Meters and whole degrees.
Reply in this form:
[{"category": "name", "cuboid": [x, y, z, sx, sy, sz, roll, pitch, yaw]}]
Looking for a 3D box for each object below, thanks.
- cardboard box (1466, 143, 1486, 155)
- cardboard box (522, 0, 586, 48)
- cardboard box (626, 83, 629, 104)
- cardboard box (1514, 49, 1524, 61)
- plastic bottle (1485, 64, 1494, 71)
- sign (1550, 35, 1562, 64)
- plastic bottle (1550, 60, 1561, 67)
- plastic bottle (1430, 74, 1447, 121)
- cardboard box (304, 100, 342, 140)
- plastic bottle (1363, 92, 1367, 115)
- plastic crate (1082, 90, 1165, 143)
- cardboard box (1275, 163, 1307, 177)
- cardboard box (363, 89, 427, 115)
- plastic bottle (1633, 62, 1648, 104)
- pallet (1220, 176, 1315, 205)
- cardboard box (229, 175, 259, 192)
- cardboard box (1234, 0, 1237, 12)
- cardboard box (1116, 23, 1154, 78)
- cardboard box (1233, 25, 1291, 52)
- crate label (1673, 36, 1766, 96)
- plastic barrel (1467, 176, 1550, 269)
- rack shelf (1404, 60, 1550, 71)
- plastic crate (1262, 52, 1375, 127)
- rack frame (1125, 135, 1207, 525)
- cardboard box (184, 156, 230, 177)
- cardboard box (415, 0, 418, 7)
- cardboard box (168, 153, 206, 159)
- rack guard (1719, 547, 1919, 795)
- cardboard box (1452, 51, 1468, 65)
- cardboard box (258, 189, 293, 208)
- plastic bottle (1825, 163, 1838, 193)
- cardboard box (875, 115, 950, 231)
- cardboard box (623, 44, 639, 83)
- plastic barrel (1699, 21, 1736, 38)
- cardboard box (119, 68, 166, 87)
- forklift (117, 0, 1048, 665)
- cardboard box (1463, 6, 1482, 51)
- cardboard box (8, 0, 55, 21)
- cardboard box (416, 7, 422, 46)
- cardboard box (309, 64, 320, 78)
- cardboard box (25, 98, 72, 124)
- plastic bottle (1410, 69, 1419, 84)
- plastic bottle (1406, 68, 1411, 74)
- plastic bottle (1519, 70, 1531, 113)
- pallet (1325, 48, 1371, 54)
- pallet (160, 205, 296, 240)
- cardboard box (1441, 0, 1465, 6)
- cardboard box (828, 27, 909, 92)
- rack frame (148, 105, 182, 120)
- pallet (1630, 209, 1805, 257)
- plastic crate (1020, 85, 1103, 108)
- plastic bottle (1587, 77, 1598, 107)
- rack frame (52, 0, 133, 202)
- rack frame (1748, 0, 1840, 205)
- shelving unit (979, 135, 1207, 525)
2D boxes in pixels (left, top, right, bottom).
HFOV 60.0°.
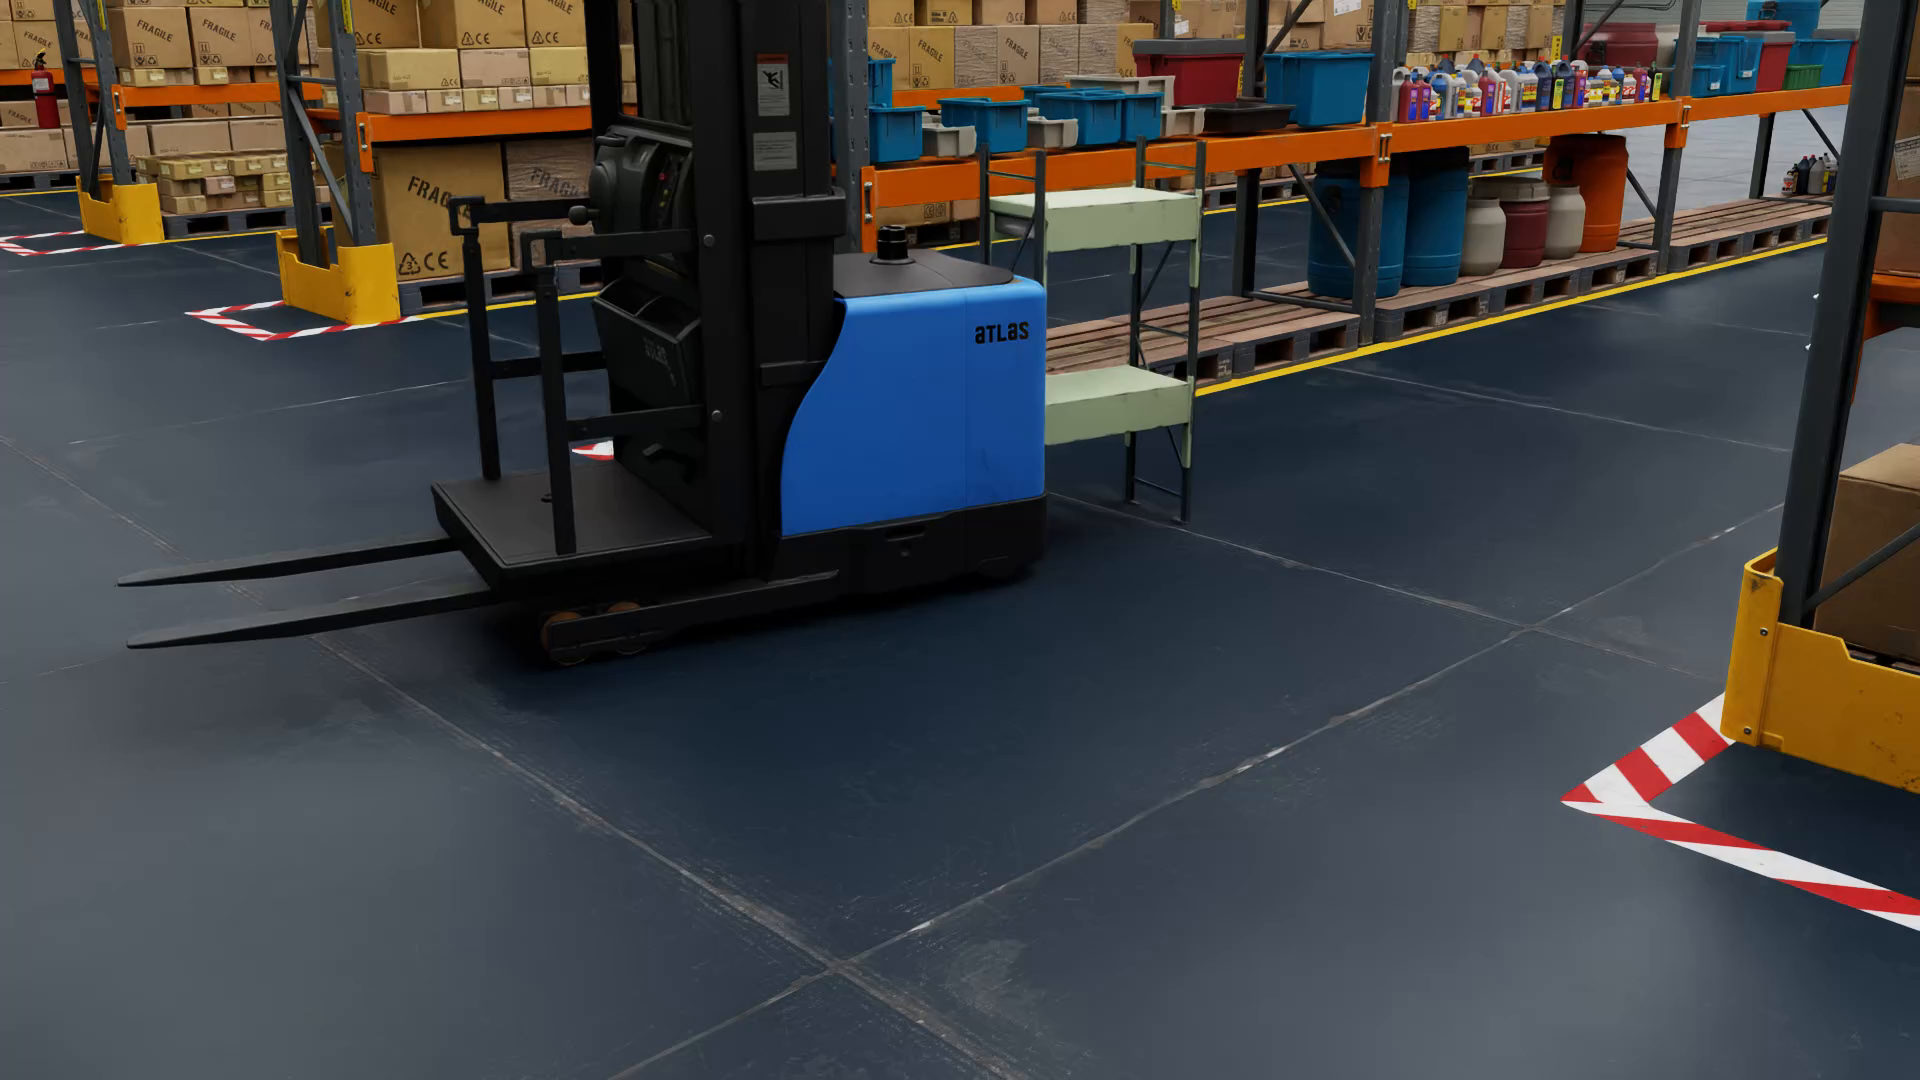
[{"category": "cardboard box", "cuboid": [6.107, -4.991, 20.388, 0.500, 0.500, 0.500, -14, 22, -36]}, {"category": "cardboard box", "cuboid": [-2.905, -3.667, 11.476, 0.500, 0.500, 0.500, -17, 25, -42]}, {"category": "cardboard box", "cuboid": [-2.574, -3.190, 11.867, 0.250, 0.149, 0.380, -17, 25, -42]}, {"category": "cardboard box", "cuboid": [6.655, -5.935, 20.335, 0.250, 0.149, 0.380, -16, 24, -41]}, {"category": "plastic bottle", "cuboid": [3.800, -3.293, 11.986, 0.097, 0.271, 0.097, 0, 18, 0]}, {"category": "sign", "cuboid": [4.658, -3.766, 12.973, 0.005, 0.325, 0.100, -16, 24, -41]}, {"category": "plastic bottle", "cuboid": [4.504, -3.489, 12.583, 0.135, 0.276, 0.152, -16, 24, -41]}, {"category": "plastic bottle", "cuboid": [2.933, -2.718, 10.212, 0.097, 0.271, 0.097, 0, 18, 0]}, {"category": "cardboard box", "cuboid": [-7.682, -5.389, 21.005, 0.875, 0.875, 0.875, -15, 23, -39]}, {"category": "plastic bottle", "cuboid": [2.563, -2.834, 10.685, 0.097, 0.201, 0.097, 0, 18, 0]}, {"category": "plastic crate", "cuboid": [0.808, -2.142, 8.401, 0.300, 0.233, 0.416, -16, 24, -41]}, {"category": "cardboard box", "cuboid": [3.318, -4.204, 17.927, 0.700, 0.500, 0.500, 15, 23, 39]}, {"category": "cardboard box", "cuboid": [-3.690, -2.864, 10.860, 0.250, 0.149, 0.380, -16, 24, -40]}, {"category": "plastic bottle", "cuboid": [4.872, -3.281, 11.931, 0.133, 0.283, 0.061, -16, 24, -41]}, {"category": "pallet", "cuboid": [3.093, -3.773, 17.779, 1.213, 0.211, 1.003, -16, 24, -41]}, {"category": "cardboard box", "cuboid": [-6.598, -3.270, 15.167, 0.250, 0.149, 0.380, -16, 24, -40]}, {"category": "cardboard box", "cuboid": [3.484, -7.883, 23.940, 0.550, 0.550, 0.875, -16, 24, -41]}, {"category": "cardboard box", "cuboid": [1.449, -4.564, 15.537, 0.500, 0.500, 0.500, -15, 23, -39]}, {"category": "cardboard box", "cuboid": [3.014, -5.109, 16.941, 0.500, 0.250, 0.500, 17, 25, 42]}, {"category": "crate label", "cuboid": [5.948, -3.734, 13.080, 0.616, 0.435, 0.502, -16, 24, -41]}, {"category": "plastic barrel", "cuboid": [3.876, -2.273, 11.860, 0.708, 0.588, 0.600, -16, 24, -41]}, {"category": "rack shelf", "cuboid": [5.997, -5.606, 20.078, 4.000, 0.370, 1.077, -16, 24, -41]}, {"category": "plastic crate", "cuboid": [2.029, -2.565, 9.461, 0.575, 0.384, 0.392, -16, 24, -41]}, {"category": "rack frame", "cuboid": [0.808, -0.827, 6.603, 0.023, 1.500, 0.400, -11, 21, -30]}, {"category": "cardboard box", "cuboid": [-6.778, -3.362, 14.966, 0.250, 0.149, 0.380, -16, 24, -40]}, {"category": "cardboard box", "cuboid": [-5.131, -5.356, 15.875, 0.500, 0.500, 0.500, 17, 25, 42]}, {"category": "cardboard box", "cuboid": [-7.077, -3.451, 15.241, 0.250, 0.149, 0.380, -16, 24, -40]}, {"category": "rack guard", "cuboid": [2.683, 0.412, 4.403, 0.348, 0.500, 1.175, -16, 24, -41]}, {"category": "cardboard box", "cuboid": [5.645, -5.591, 19.274, 0.250, 0.149, 0.380, -16, 24, -41]}, {"category": "cardboard box", "cuboid": [-6.338, -3.155, 15.294, 0.250, 0.149, 0.380, -16, 24, -40]}, {"category": "plastic bottle", "cuboid": [8.477, -3.542, 16.249, 0.135, 0.276, 0.152, -16, 24, -41]}, {"category": "cardboard box", "cuboid": [-0.817, -3.159, 14.127, 0.875, 0.875, 1.225, -16, 24, -41]}, {"category": "cardboard box", "cuboid": [-2.525, -3.422, 11.937, 0.500, 0.250, 0.500, -17, 24, -42]}, {"category": "plastic barrel", "cuboid": [6.254, -4.078, 13.980, 0.433, 0.535, 0.433, 0, 18, 0]}, {"category": "cardboard box", "cuboid": [-7.049, -3.990, 14.336, 0.250, 0.149, 0.380, -17, 24, -41]}, {"category": "forklift", "cuboid": [-1.228, -1.183, 5.382, 3.031, 2.935, 1.130, -9, 20, -27]}, {"category": "cardboard box", "cuboid": [5.595, -6.022, 19.549, 0.500, 0.500, 0.875, -16, 24, -41]}, {"category": "cardboard box", "cuboid": [-10.069, -5.875, 17.957, 0.500, 0.500, 0.500, -17, 25, -42]}, {"category": "cardboard box", "cuboid": [-5.138, -4.876, 16.015, 0.500, 0.500, 0.500, -17, 25, -42]}, {"category": "cardboard box", "cuboid": [-5.950, -4.332, 15.391, 0.250, 0.149, 0.380, -15, 23, -39]}, {"category": "cardboard box", "cuboid": [-12.485, -5.826, 22.961, 0.700, 0.500, 0.500, 17, 24, 42]}, {"category": "plastic bottle", "cuboid": [3.027, -3.003, 11.092, 0.097, 0.271, 0.097, 0, 18, 0]}, {"category": "plastic bottle", "cuboid": [2.928, -3.029, 11.165, 0.135, 0.276, 0.152, -16, 24, -41]}, {"category": "plastic bottle", "cuboid": [3.677, -2.935, 10.881, 0.097, 0.271, 0.097, 0, 18, 0]}, {"category": "pallet", "cuboid": [3.889, -5.304, 18.291, 1.213, 0.211, 1.003, -16, 24, -41]}, {"category": "pallet", "cuboid": [-6.840, -2.969, 15.298, 1.213, 0.211, 1.003, -16, 24, -41]}, {"category": "cardboard box", "cuboid": [5.408, -6.334, 18.891, 0.500, 0.500, 0.500, -16, 24, -41]}, {"category": "cardboard box", "cuboid": [-0.763, -3.918, 13.544, 0.500, 0.500, 0.500, -16, 24, -41]}, {"category": "rack frame", "cuboid": [-11.490, -7.162, 23.710, 0.127, 3.000, 1.000, -16, 24, -41]}, {"category": "pallet", "cuboid": [6.516, -2.653, 14.326, 1.213, 0.211, 1.003, -16, 24, -41]}, {"category": "plastic crate", "cuboid": [0.544, -2.313, 8.930, 0.300, 0.233, 0.416, -16, 24, -41]}, {"category": "plastic bottle", "cuboid": [4.351, -3.098, 11.499, 0.097, 0.201, 0.097, 0, 18, 0]}, {"category": "rack frame", "cuboid": [-7.509, -4.115, 14.312, 0.127, 3.000, 1.000, -16, 24, -41]}, {"category": "rack frame", "cuboid": [7.947, -4.415, 15.237, 0.127, 3.000, 1.000, -16, 24, -41]}, {"category": "shelving unit", "cuboid": [0.498, -0.767, 6.419, 0.755, 1.500, 0.431, -11, 21, -30]}]
